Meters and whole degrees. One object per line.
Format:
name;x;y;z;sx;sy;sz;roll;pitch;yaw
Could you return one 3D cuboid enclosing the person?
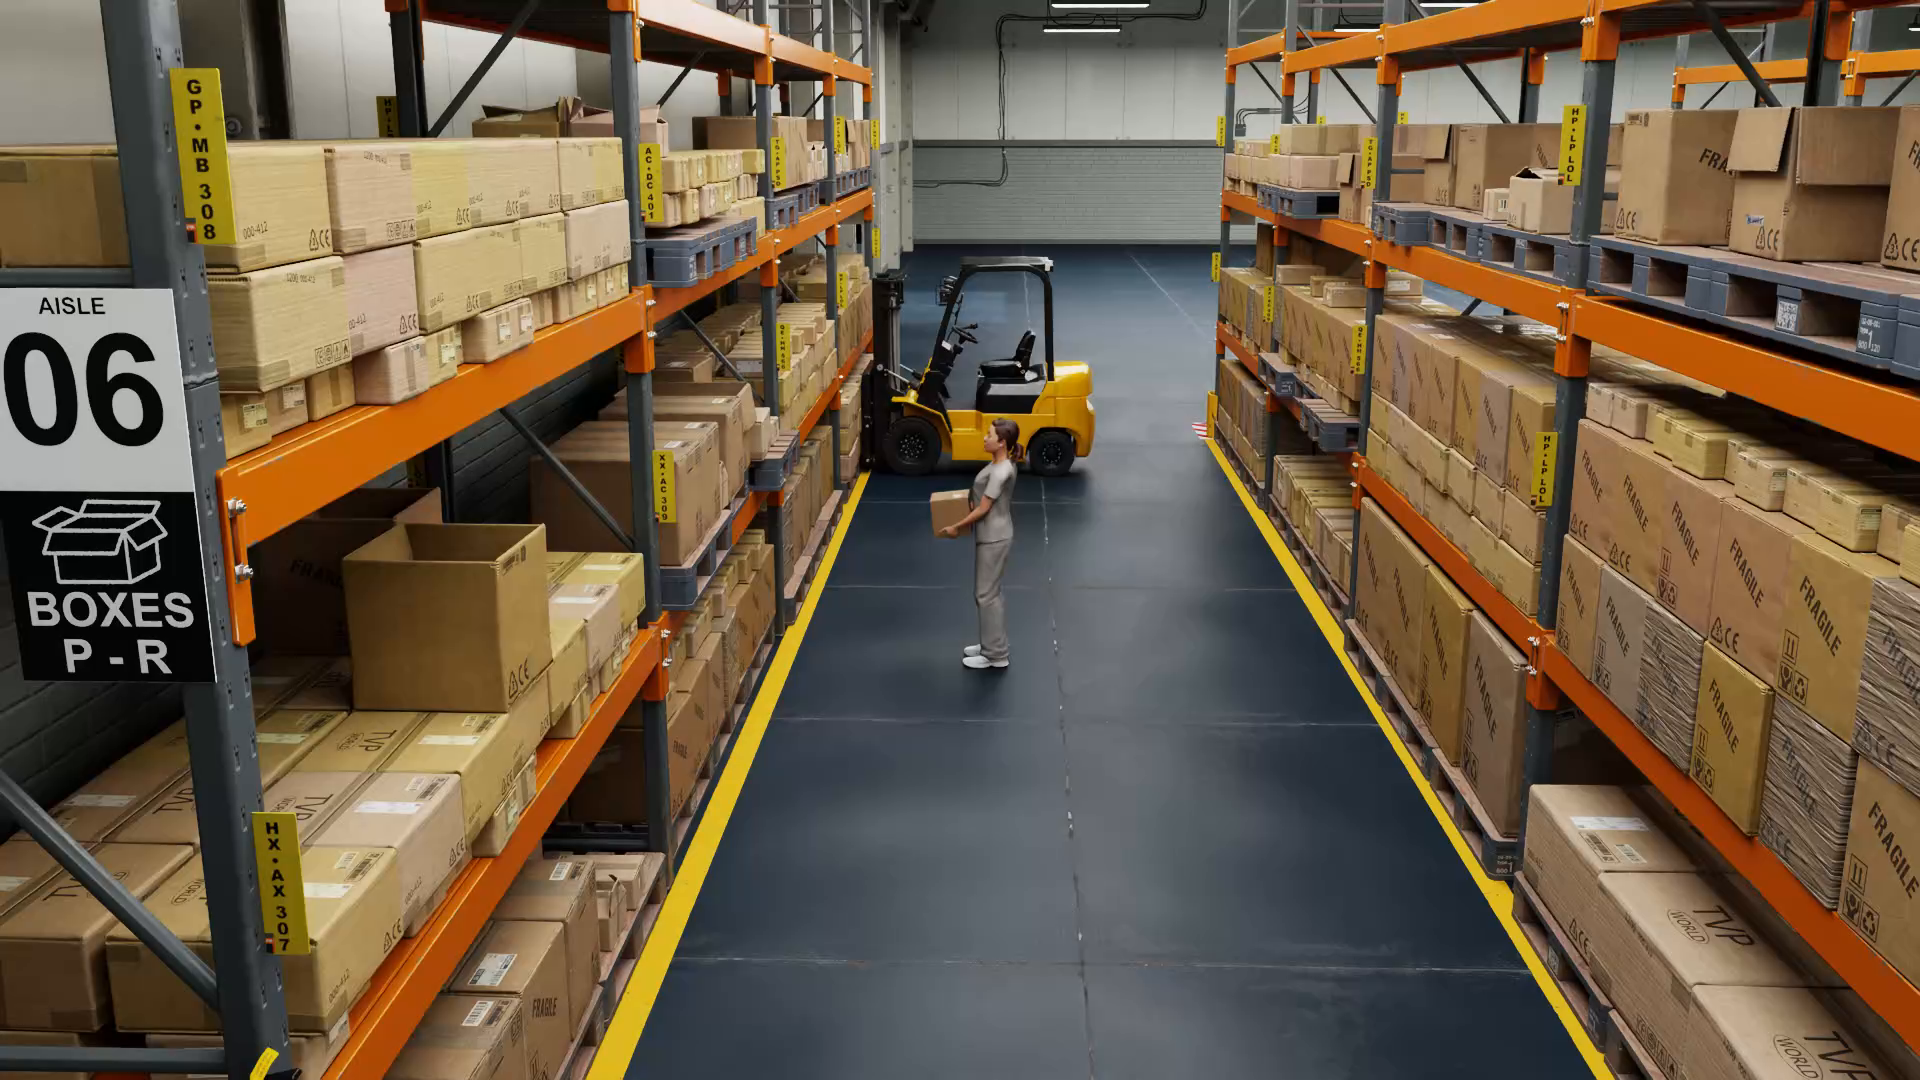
person;0.147;0.011;10.986;0.562;1.662;0.437;1;14;2
